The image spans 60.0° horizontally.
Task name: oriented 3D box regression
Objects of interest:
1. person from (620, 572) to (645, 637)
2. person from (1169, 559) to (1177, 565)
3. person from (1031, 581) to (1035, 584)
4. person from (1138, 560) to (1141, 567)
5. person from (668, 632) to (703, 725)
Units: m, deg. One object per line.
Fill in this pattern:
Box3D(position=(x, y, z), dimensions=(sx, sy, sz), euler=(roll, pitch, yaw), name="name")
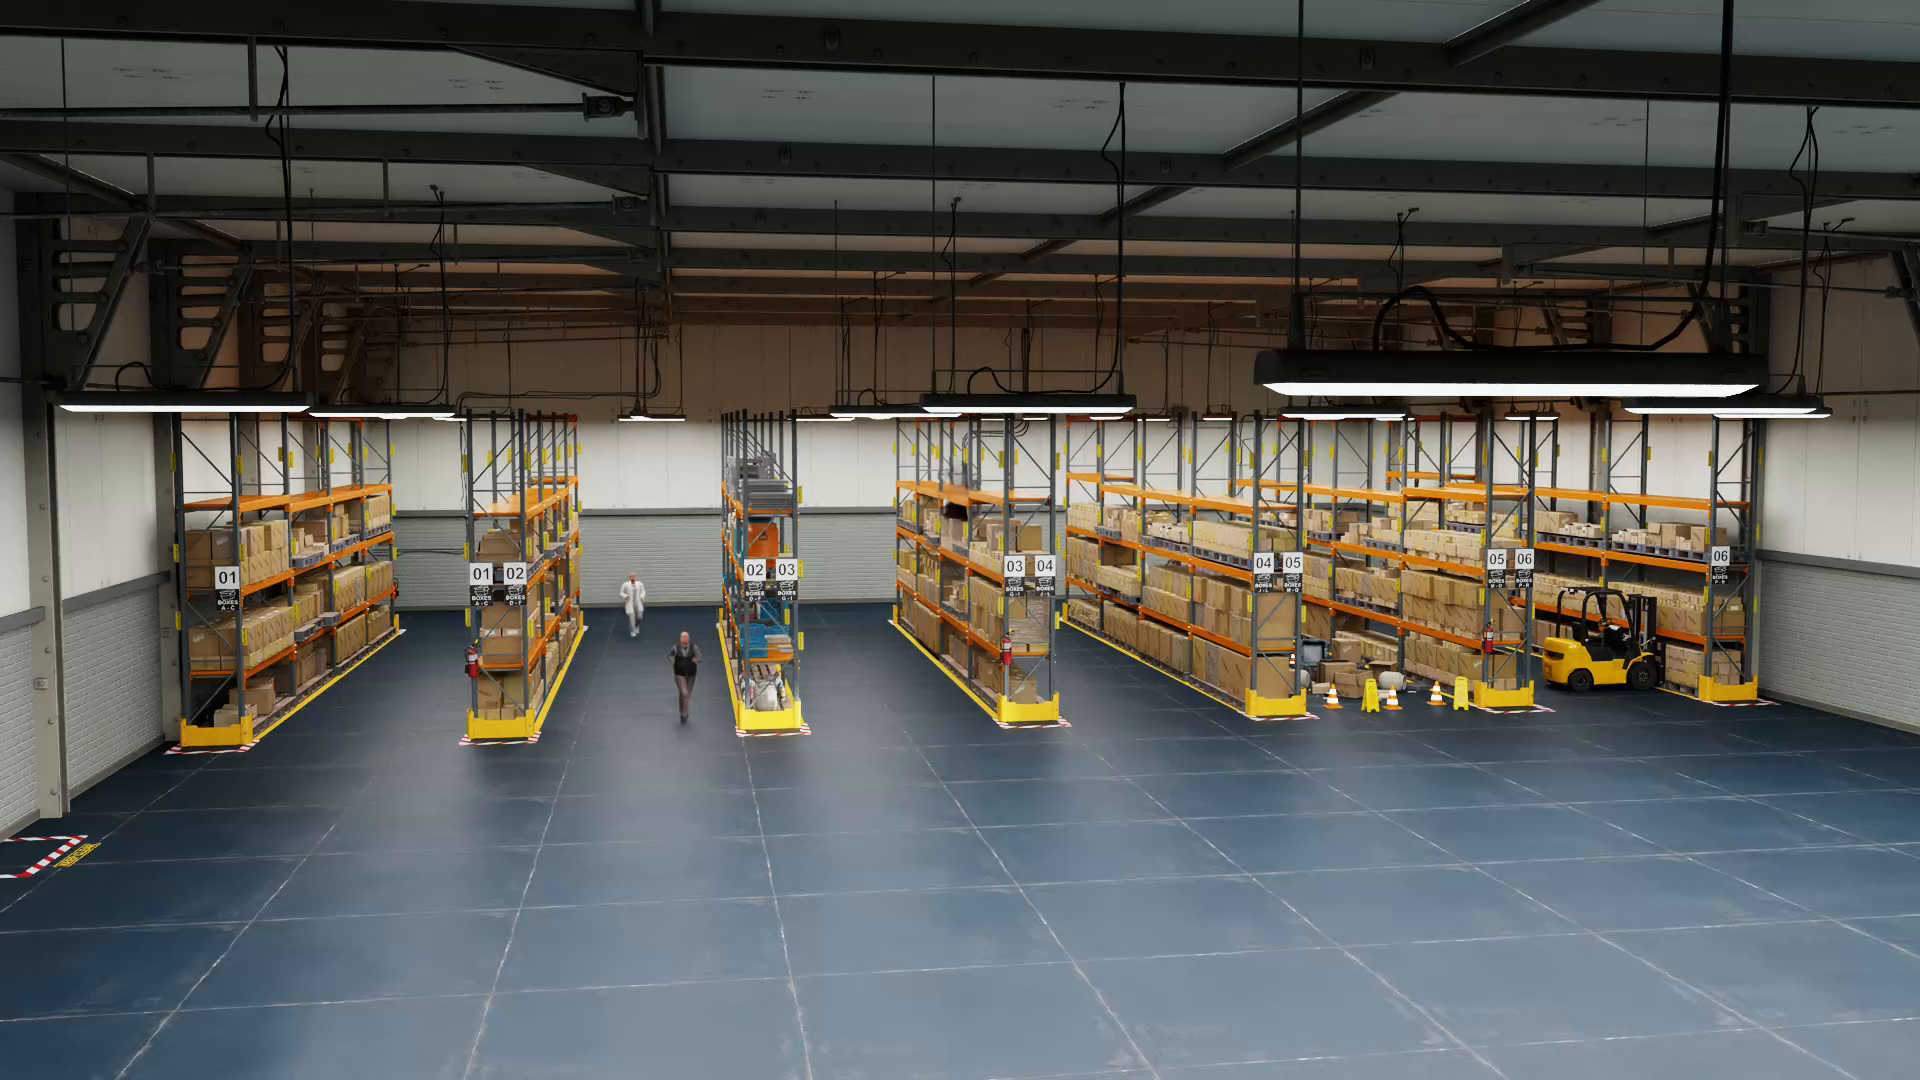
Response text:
Box3D(position=(-8.766, 1.736, 44.684), dimensions=(0.704, 1.728, 0.639), euler=(-2, 4, -23), name="person")
Box3D(position=(6.613, 1.331, 50.523), dimensions=(0.797, 1.777, 0.697), euler=(0, 4, 2), name="person")
Box3D(position=(2.207, 1.650, 45.838), dimensions=(0.726, 1.780, 0.862), euler=(0, 4, 0), name="person")
Box3D(position=(5.187, 1.478, 47.916), dimensions=(0.672, 1.819, 0.928), euler=(-1, 4, -13), name="person")
Box3D(position=(-5.260, 2.648, 31.961), dimensions=(0.628, 1.791, 0.781), euler=(-1, 4, -21), name="person")
